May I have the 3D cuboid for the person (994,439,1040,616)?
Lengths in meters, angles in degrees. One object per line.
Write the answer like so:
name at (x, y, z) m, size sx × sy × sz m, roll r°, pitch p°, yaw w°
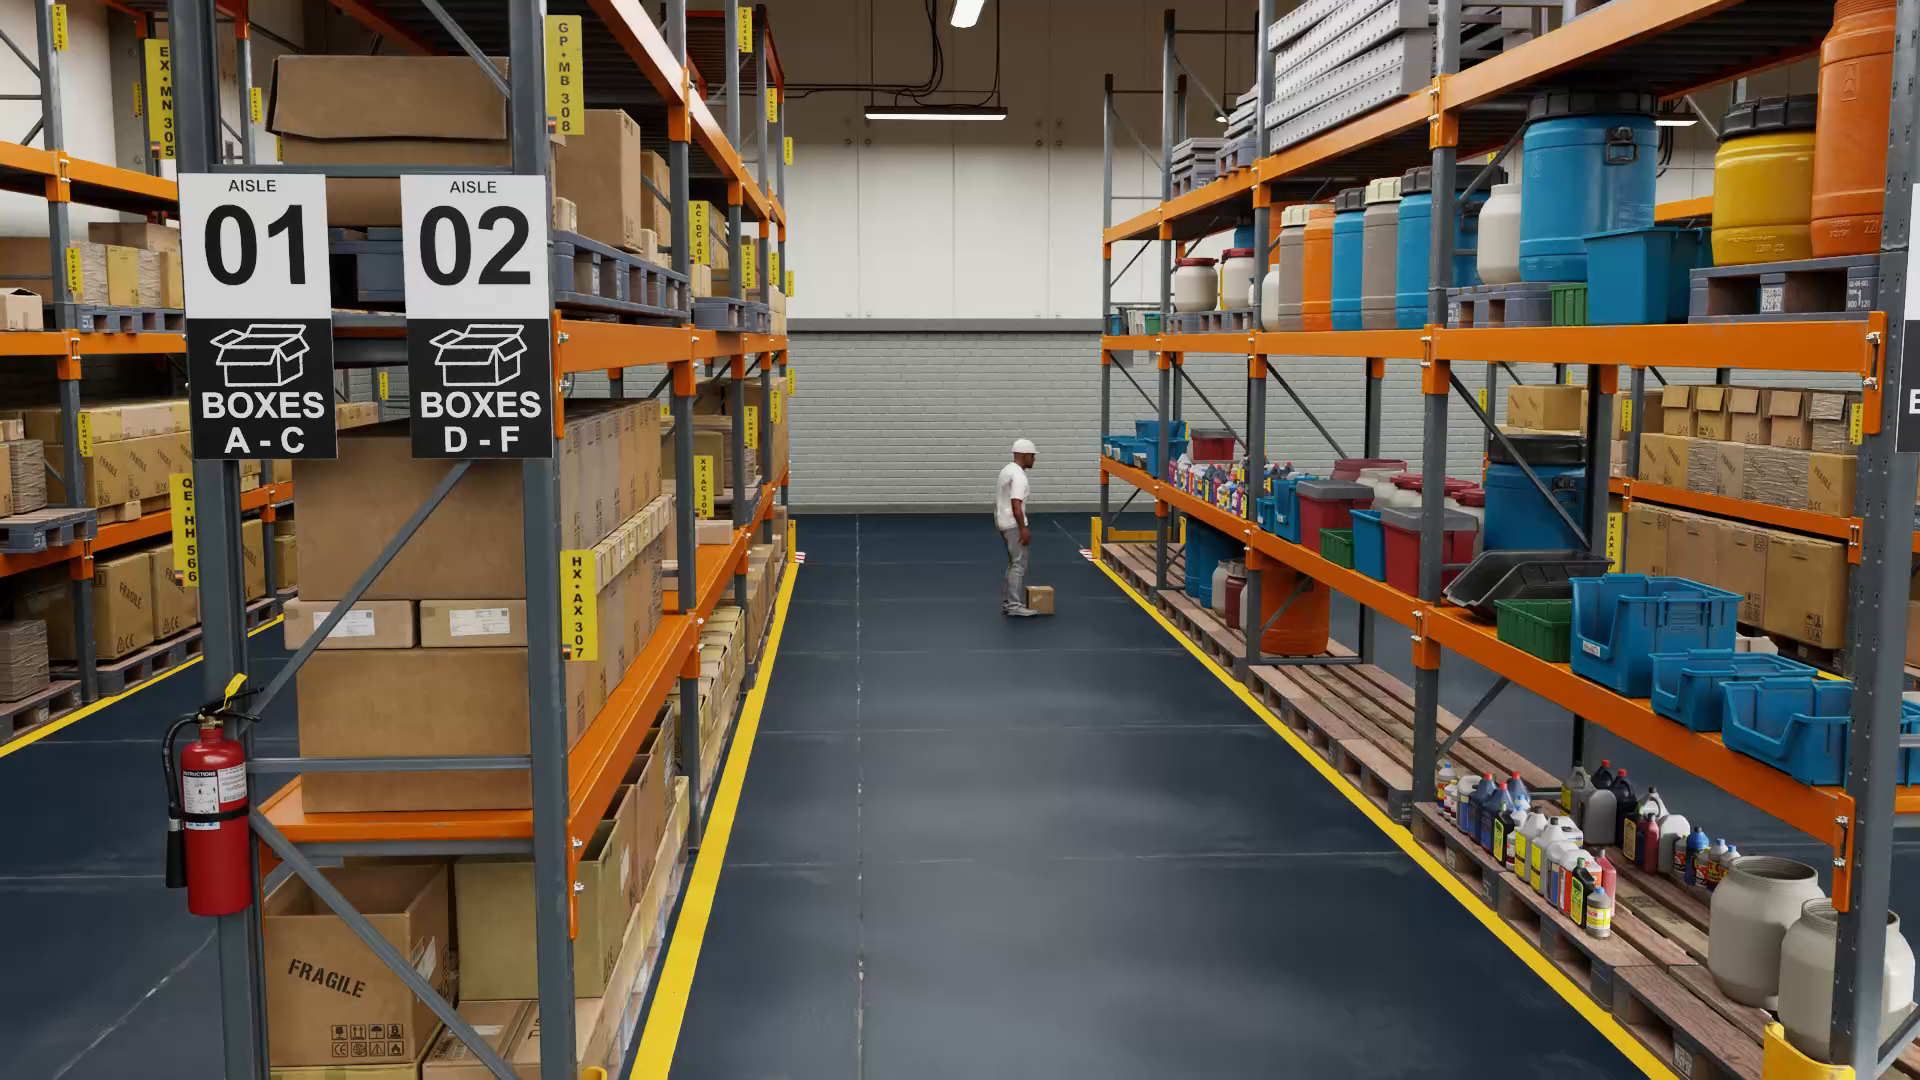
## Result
person at (0.584, -0.134, 16.786) m, size 0.458 × 1.761 × 0.638 m, roll -1°, pitch 7°, yaw -6°
